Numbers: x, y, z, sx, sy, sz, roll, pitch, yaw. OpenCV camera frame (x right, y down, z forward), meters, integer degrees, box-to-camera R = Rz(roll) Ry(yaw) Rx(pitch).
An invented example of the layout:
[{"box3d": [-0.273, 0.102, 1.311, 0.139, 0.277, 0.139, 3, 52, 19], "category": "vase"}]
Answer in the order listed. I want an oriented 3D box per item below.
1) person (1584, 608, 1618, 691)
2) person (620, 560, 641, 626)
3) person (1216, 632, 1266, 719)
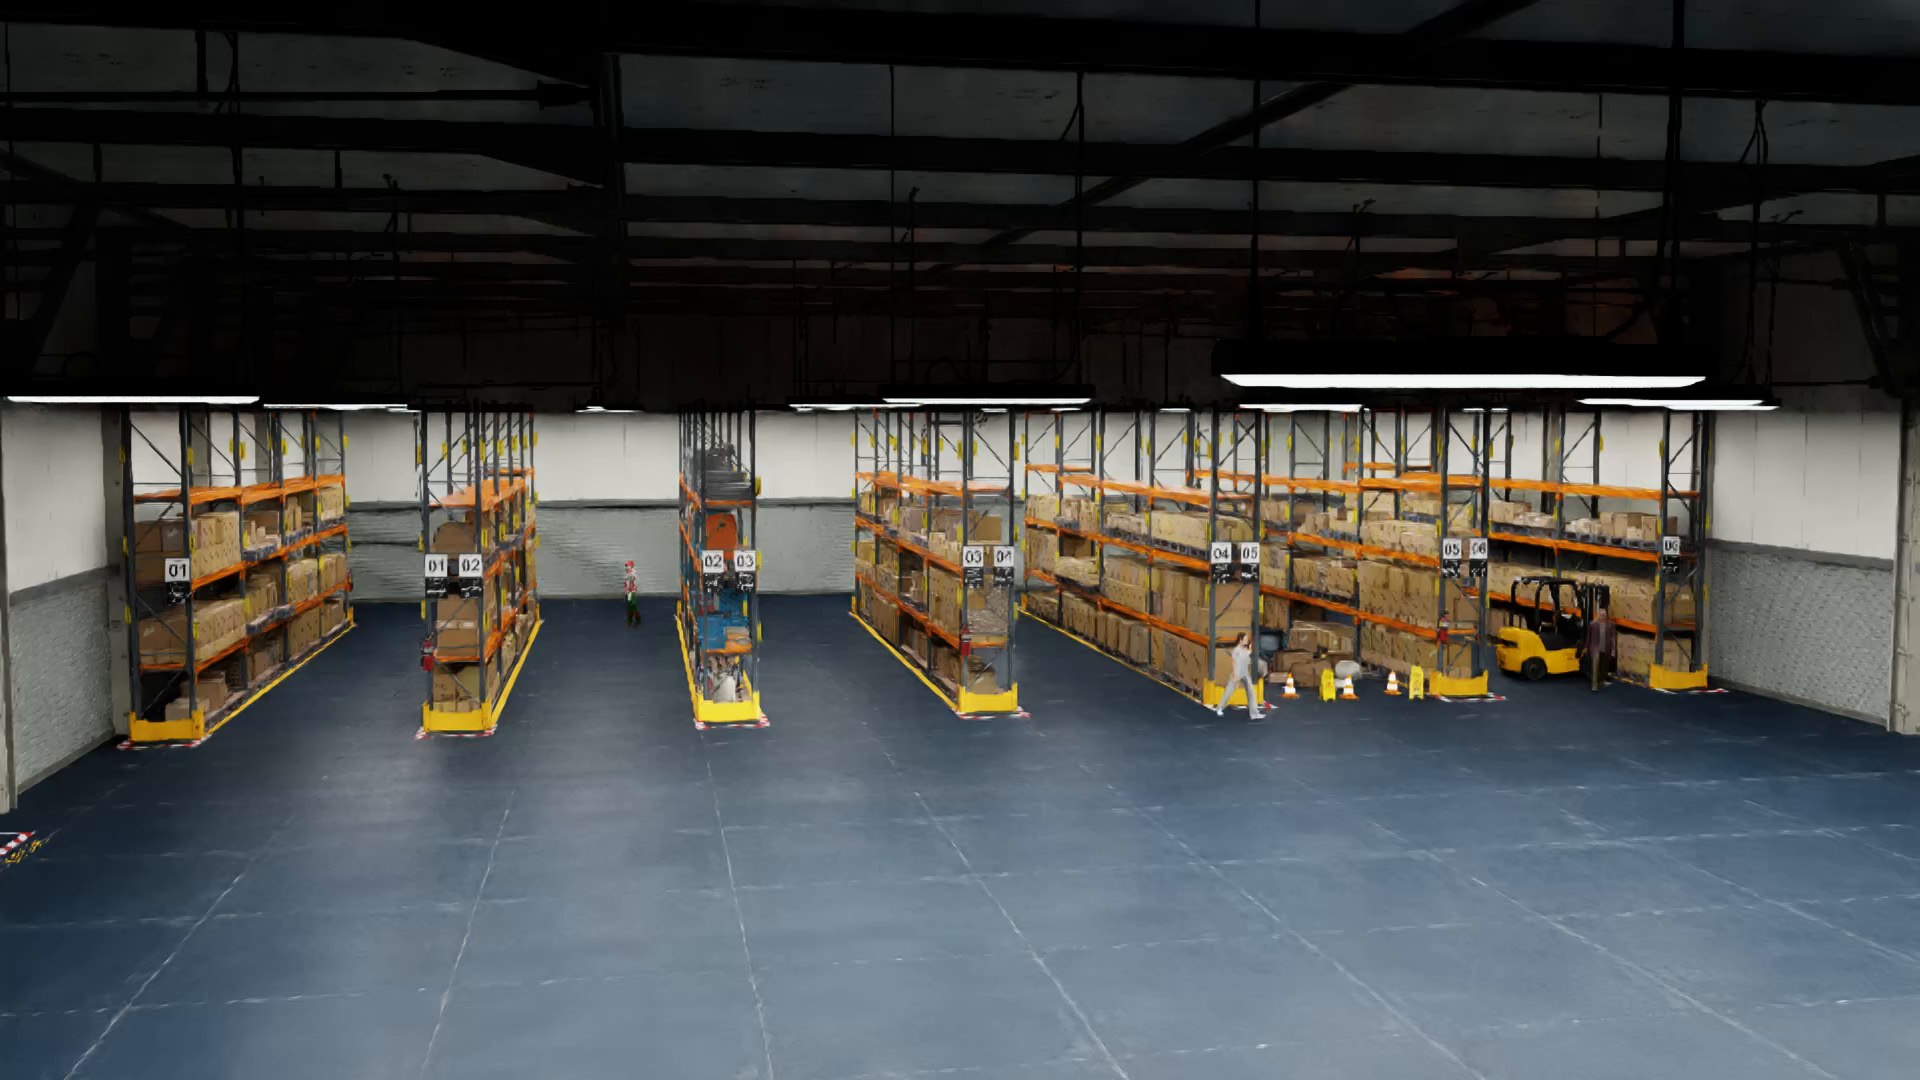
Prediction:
[{"box3d": [13.338, 2.256, 34.582, 0.621, 1.722, 1.046, 1, 4, 10], "category": "person"}, {"box3d": [-8.950, 1.428, 45.119, 0.580, 1.791, 0.719, -1, 4, -8], "category": "person"}, {"box3d": [5.248, 2.552, 31.280, 0.532, 1.617, 0.931, -3, 5, -37], "category": "person"}]
